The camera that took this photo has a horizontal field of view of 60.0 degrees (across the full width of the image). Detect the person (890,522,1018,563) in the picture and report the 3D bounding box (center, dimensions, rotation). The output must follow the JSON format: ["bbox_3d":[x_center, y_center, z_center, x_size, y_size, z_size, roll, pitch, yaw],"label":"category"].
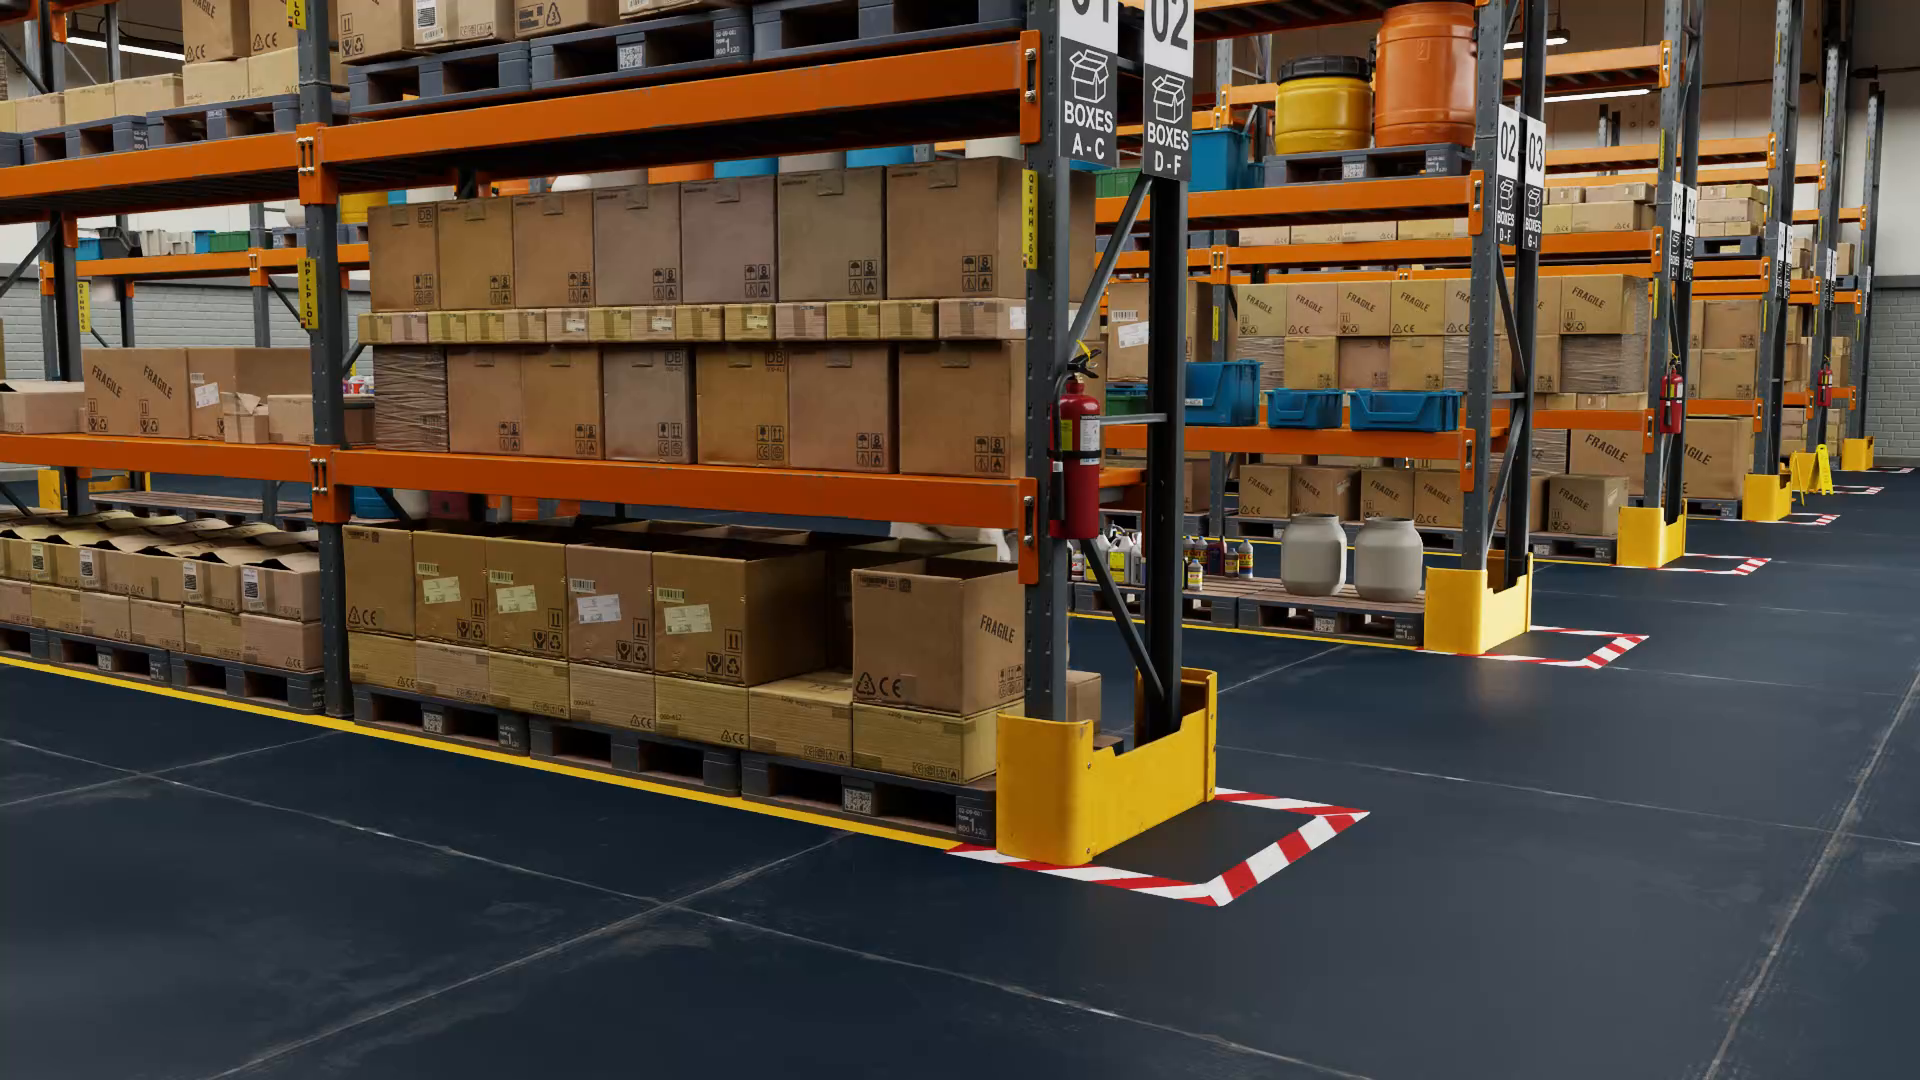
[{"bbox_3d":[0.096,0.280,8.206,0.948,1.139,0.568,4,7,32],"label":"person"}]
